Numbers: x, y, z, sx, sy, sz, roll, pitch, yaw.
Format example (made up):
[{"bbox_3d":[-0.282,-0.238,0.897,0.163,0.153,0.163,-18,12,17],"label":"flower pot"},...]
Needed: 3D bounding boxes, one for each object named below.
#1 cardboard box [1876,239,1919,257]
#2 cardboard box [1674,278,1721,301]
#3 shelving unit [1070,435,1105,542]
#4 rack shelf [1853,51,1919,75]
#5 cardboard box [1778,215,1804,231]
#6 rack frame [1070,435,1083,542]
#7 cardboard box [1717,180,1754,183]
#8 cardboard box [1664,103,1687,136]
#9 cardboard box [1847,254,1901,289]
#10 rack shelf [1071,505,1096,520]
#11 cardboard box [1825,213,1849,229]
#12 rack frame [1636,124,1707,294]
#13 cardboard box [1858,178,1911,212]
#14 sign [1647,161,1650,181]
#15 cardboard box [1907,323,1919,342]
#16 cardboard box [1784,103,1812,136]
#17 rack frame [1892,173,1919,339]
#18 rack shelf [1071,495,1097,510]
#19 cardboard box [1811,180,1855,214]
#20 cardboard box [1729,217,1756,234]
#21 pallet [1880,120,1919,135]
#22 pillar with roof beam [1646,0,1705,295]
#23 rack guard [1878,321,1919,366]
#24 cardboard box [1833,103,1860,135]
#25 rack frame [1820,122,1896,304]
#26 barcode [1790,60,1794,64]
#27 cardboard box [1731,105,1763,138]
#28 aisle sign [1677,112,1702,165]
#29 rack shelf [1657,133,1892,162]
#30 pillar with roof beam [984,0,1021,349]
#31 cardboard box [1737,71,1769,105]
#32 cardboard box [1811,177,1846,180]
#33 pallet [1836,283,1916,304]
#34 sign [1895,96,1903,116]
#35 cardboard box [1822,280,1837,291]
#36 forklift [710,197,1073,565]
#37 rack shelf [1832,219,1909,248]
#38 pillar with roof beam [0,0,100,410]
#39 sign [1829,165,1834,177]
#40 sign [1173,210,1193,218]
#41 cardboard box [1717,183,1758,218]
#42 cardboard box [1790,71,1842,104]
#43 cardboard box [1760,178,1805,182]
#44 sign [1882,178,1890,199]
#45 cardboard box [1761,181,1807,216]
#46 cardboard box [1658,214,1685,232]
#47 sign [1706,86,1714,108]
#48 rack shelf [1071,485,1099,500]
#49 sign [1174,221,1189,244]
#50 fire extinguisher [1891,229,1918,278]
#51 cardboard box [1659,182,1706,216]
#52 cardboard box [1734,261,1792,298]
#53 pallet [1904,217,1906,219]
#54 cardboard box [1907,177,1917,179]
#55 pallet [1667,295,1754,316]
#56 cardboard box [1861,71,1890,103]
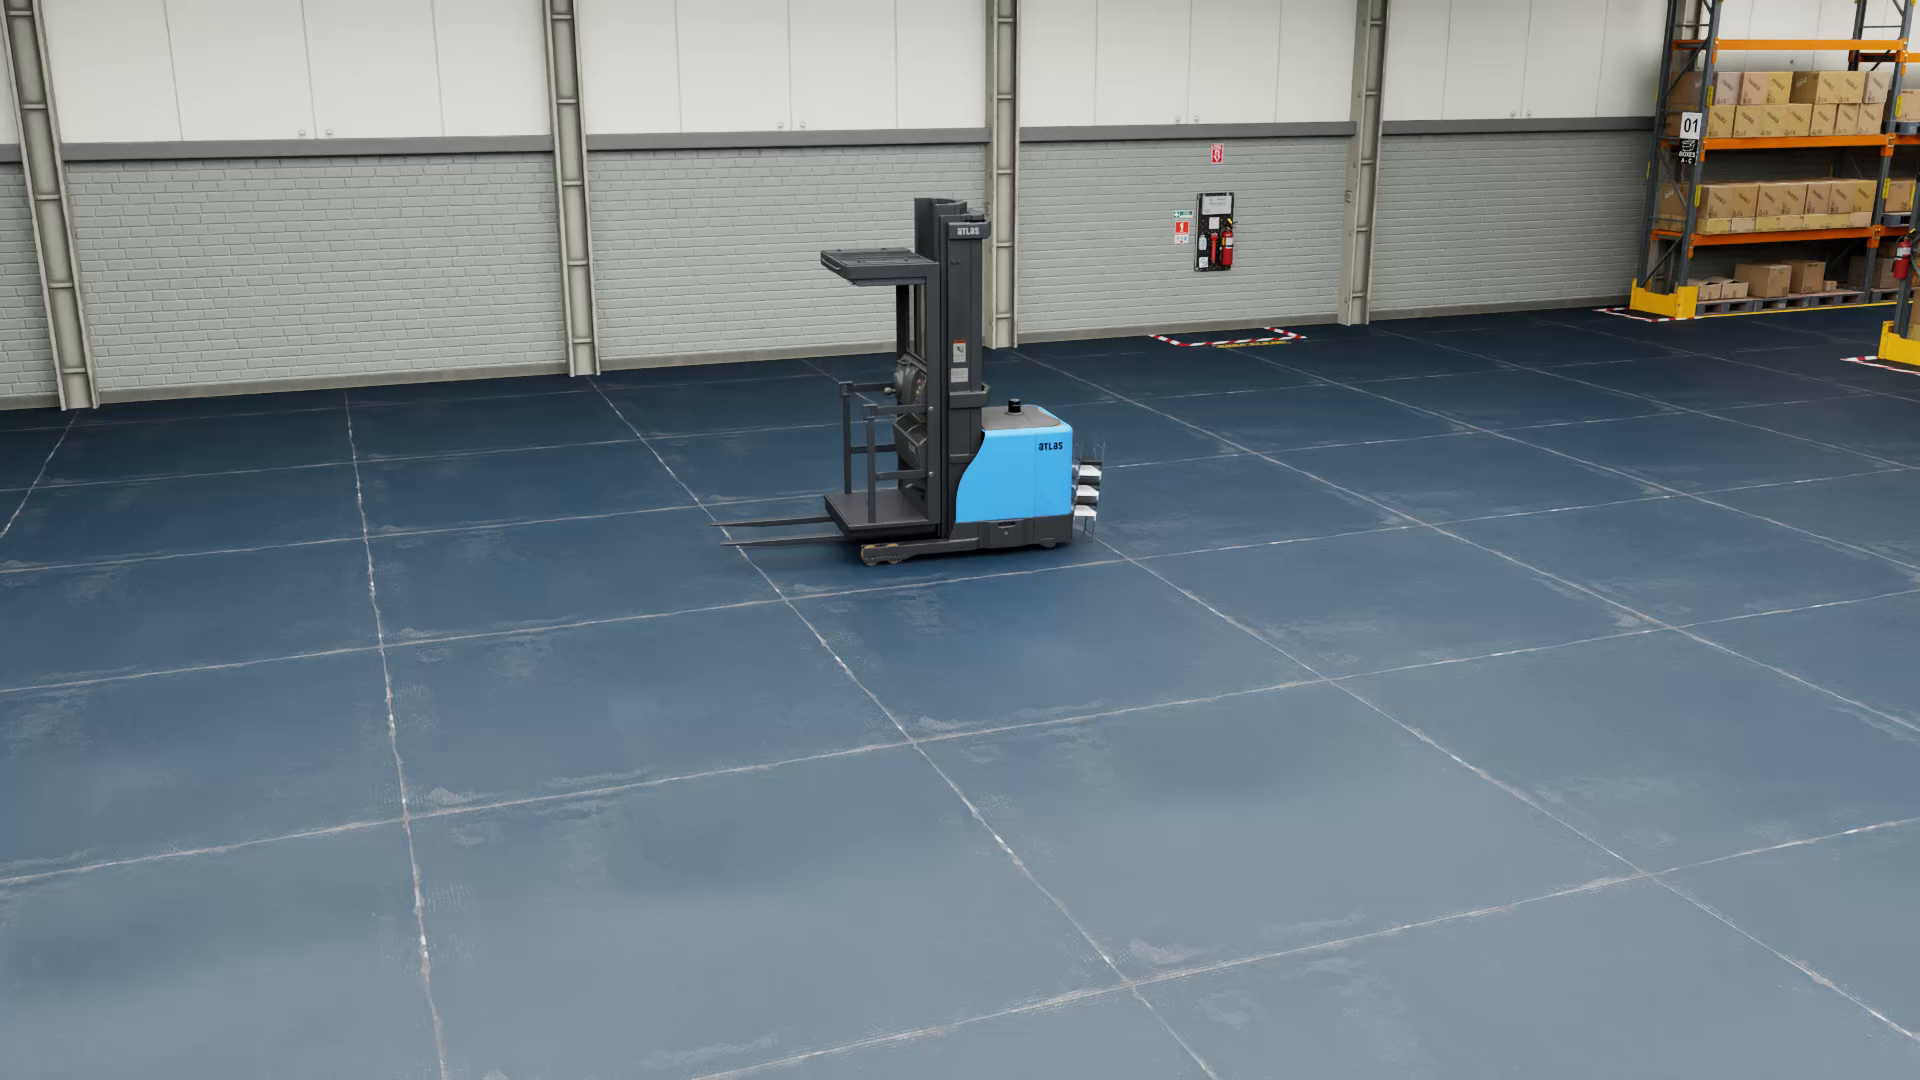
[{"bbox_3d":[16.282,-5.067,28.852,0.500,0.250,0.500,-7,18,-21],"label":"cardboard box"},{"bbox_3d":[12.134,-4.135,27.346,0.500,0.311,0.500,-8,18,-26],"label":"cardboard box"},{"bbox_3d":[1.074,-0.449,14.498,0.210,0.900,0.258,1,15,-16],"label":"shelving unit"},{"bbox_3d":[17.058,-8.114,28.245,4.000,0.370,1.077,-6,17,-20],"label":"rack shelf"},{"bbox_3d":[13.455,-5.227,27.306,0.500,0.250,0.500,-6,17,-20],"label":"cardboard box"},{"bbox_3d":[0.976,-0.451,14.469,0.006,0.900,0.240,1,15,-16],"label":"rack frame"},{"bbox_3d":[12.774,-5.670,27.483,0.500,0.500,0.500,-7,18,-22],"label":"cardboard box"},{"bbox_3d":[11.755,-6.773,26.803,0.500,0.500,0.500,-5,17,-16],"label":"cardboard box"},{"bbox_3d":[15.872,-4.661,28.804,0.500,0.500,0.700,-6,17,-18],"label":"cardboard box"},{"bbox_3d":[1.053,-0.243,14.552,0.200,0.077,0.258,1,15,-16],"label":"rack shelf"},{"bbox_3d":[14.389,-5.333,27.666,0.500,0.250,0.500,-6,17,-20],"label":"cardboard box"},{"bbox_3d":[11.455,-5.168,26.873,0.127,3.000,1.000,-6,17,-20],"label":"rack frame"},{"bbox_3d":[15.678,-5.873,28.314,0.500,0.500,0.700,-6,17,-20],"label":"cardboard box"},{"bbox_3d":[11.276,-6.023,27.169,0.005,0.325,0.100,-6,17,-20],"label":"sign"},{"bbox_3d":[13.627,-2.879,23.213,0.500,0.250,0.500,-6,17,-20],"label":"cardboard box"},{"bbox_3d":[13.348,-6.790,26.861,0.500,0.500,0.500,-5,17,-17],"label":"cardboard box"},{"bbox_3d":[13.231,-3.865,22.436,0.127,3.000,1.000,-6,17,-20],"label":"rack frame"},{"bbox_3d":[1.061,-0.330,14.529,0.200,0.077,0.258,1,15,-16],"label":"rack shelf"},{"bbox_3d":[14.396,-5.688,27.543,0.500,0.500,0.500,-6,17,-20],"label":"cardboard box"},{"bbox_3d":[12.505,-5.127,26.965,0.500,0.250,0.500,-7,18,-22],"label":"cardboard box"},{"bbox_3d":[15.805,-6.954,27.966,1.003,0.211,1.213,-6,17,-20],"label":"pallet"},{"bbox_3d":[13.340,-7.212,23.186,0.400,9.000,9.100,-6,17,-20],"label":"pillar with roof beam"},{"bbox_3d":[13.209,-2.663,22.780,0.348,0.500,1.175,-6,17,-20],"label":"rack guard"},{"bbox_3d":[14.331,-6.904,27.249,0.500,0.500,0.500,-8,18,-25],"label":"cardboard box"},{"bbox_3d":[15.191,-5.571,28.246,0.127,3.000,1.000,-6,17,-20],"label":"rack frame"},{"bbox_3d":[13.739,-7.895,27.464,0.075,0.075,0.001,-6,17,-20],"label":"barcode"},{"bbox_3d":[12.371,-6.677,26.476,0.500,0.500,0.500,-5,17,-16],"label":"cardboard box"},{"bbox_3d":[11.496,-6.329,26.213,0.004,0.787,0.394,-6,17,-20],"label":"aisle sign"},{"bbox_3d":[13.323,-6.464,27.238,4.000,0.370,1.077,-6,17,-20],"label":"rack shelf"},{"bbox_3d":[2.135,-6.002,19.066,0.400,9.000,9.100,-6,17,-20],"label":"pillar with roof beam"},{"bbox_3d":[12.389,-7.157,26.334,0.500,0.500,0.500,-6,18,-21],"label":"cardboard box"},{"bbox_3d":[14.677,-5.876,28.184,0.500,0.500,0.500,-7,18,-21],"label":"cardboard box"},{"bbox_3d":[15.917,-4.312,28.907,1.213,0.211,1.003,-6,17,-20],"label":"pallet"},{"bbox_3d":[15.392,-7.116,27.267,0.005,0.325,0.100,-6,17,-20],"label":"sign"},{"bbox_3d":[14.702,-4.361,28.373,0.250,0.166,0.380,-9,18,-27],"label":"cardboard box"},{"bbox_3d":[-0.605,-1.359,14.025,3.031,2.935,1.130,-4,17,-15],"label":"forklift"},{"bbox_3d":[17.058,-5.428,29.034,4.000,0.370,1.077,-6,17,-20],"label":"rack shelf"},{"bbox_3d":[-9.071,-4.792,14.946,0.400,9.000,9.100,-6,17,-20],"label":"pillar with roof beam"},{"bbox_3d":[14.989,-6.272,28.579,0.005,0.325,0.100,-6,17,-20],"label":"sign"},{"bbox_3d":[3.330,-4.863,24.830,0.331,0.109,0.001,-6,17,-20],"label":"sign"},{"bbox_3d":[12.474,-5.482,26.841,0.500,0.500,0.500,-6,17,-20],"label":"cardboard box"},{"bbox_3d":[13.828,-7.312,26.864,0.500,0.500,0.500,-7,18,-22],"label":"cardboard box"},{"bbox_3d":[13.725,-5.776,27.844,0.500,0.500,0.500,-6,17,-19],"label":"cardboard box"},{"bbox_3d":[15.392,-5.844,27.640,0.005,0.325,0.100,-6,17,-20],"label":"sign"},{"bbox_3d":[13.436,-5.587,27.200,0.500,0.500,0.500,-6,17,-18],"label":"cardboard box"},{"bbox_3d":[11.823,-5.204,27.225,0.500,0.250,0.500,-6,17,-19],"label":"cardboard box"},{"bbox_3d":[11.650,-6.884,25.841,0.005,0.325,0.100,-6,17,-20],"label":"sign"},{"bbox_3d":[1.070,-0.417,14.506,0.200,0.077,0.258,1,15,-16],"label":"rack shelf"},{"bbox_3d":[3.322,-4.610,24.911,0.234,0.329,0.001,-6,17,-20],"label":"sign"},{"bbox_3d":[12.955,-3.938,22.822,0.183,0.674,0.296,-6,17,-20],"label":"fire extinguisher"},{"bbox_3d":[11.820,-5.569,27.138,0.500,0.500,0.500,-6,18,-21],"label":"cardboard box"},{"bbox_3d":[13.369,-4.344,27.723,0.500,0.500,0.700,-7,18,-24],"label":"cardboard box"},{"bbox_3d":[17.092,-5.672,28.930,1.213,0.211,1.003,-6,17,-20],"label":"pallet"},{"bbox_3d":[16.806,-6.002,28.754,0.500,0.500,0.700,-4,17,-12],"label":"cardboard box"},{"bbox_3d":[12.298,-3.910,27.539,1.213,0.211,1.003,-6,17,-20],"label":"pallet"},{"bbox_3d":[14.820,-7.426,27.251,0.500,0.500,0.500,-8,18,-25],"label":"cardboard box"}]
